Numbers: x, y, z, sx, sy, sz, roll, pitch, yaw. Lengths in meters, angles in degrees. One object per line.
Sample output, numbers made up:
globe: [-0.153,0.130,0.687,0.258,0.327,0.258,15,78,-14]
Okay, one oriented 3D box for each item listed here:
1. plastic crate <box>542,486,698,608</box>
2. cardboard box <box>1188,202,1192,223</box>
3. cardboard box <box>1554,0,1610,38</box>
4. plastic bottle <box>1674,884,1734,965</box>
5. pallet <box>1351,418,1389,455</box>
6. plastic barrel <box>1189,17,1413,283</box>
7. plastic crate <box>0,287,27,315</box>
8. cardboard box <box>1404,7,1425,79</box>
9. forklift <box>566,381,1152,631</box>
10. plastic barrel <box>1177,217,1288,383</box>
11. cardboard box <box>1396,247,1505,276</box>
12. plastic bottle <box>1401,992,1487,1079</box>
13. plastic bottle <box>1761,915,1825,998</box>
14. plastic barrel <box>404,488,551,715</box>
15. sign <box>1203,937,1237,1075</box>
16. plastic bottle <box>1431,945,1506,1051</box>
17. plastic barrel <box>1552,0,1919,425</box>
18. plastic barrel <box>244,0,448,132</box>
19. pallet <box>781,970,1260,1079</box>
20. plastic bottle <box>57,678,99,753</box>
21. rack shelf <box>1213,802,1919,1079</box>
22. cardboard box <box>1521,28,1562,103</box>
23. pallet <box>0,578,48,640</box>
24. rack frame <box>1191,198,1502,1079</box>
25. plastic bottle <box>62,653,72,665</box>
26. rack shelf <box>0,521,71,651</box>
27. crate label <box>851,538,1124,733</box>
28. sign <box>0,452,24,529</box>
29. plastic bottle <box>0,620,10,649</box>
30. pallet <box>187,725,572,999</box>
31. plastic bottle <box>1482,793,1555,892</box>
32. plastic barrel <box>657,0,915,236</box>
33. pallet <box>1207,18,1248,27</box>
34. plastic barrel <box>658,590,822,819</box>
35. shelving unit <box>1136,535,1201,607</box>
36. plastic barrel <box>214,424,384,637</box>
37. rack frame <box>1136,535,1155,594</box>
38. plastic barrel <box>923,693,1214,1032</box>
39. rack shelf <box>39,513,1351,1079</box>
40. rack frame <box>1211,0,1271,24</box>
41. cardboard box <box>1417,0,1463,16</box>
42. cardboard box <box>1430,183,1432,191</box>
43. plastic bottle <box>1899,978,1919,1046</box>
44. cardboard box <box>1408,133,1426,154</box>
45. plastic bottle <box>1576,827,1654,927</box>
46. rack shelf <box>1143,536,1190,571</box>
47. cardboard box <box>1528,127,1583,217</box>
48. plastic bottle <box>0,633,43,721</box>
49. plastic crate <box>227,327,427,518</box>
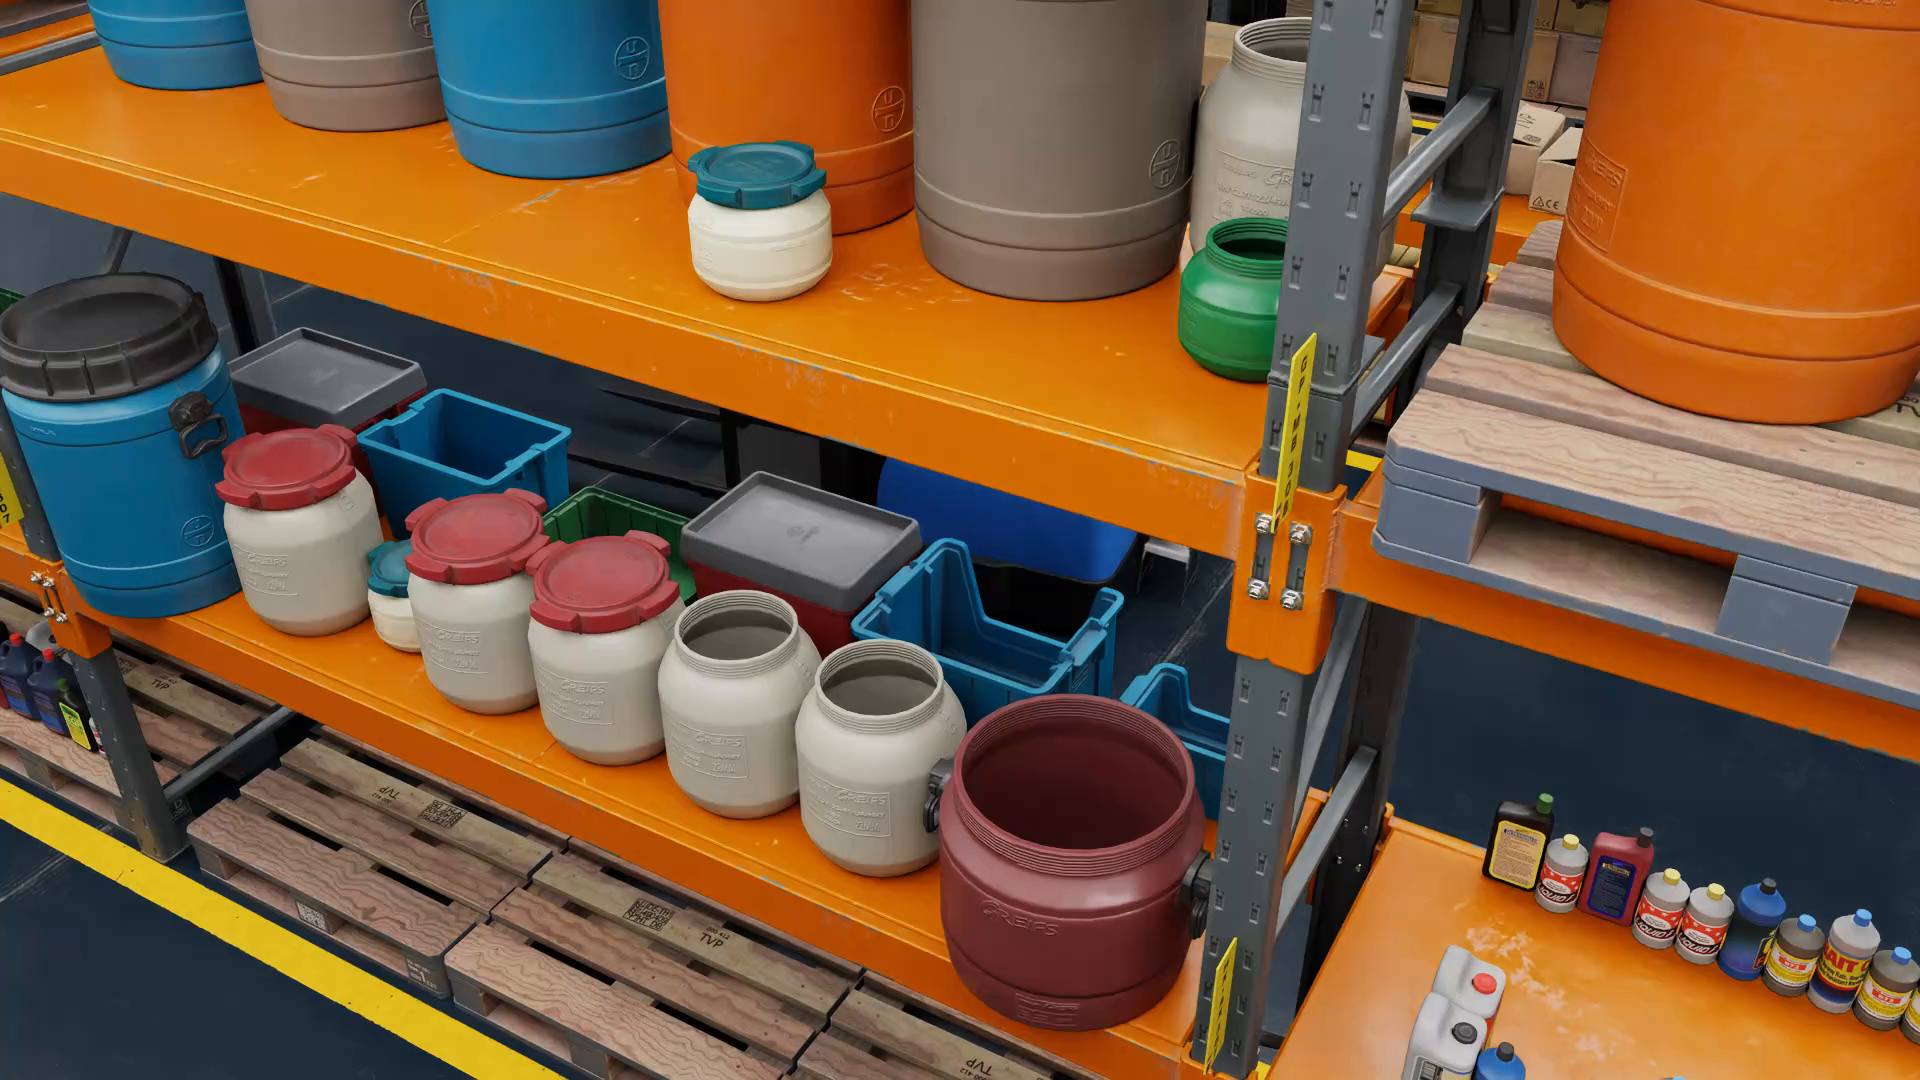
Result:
plastic crate: [-1.015,0.100,5.084,0.662,0.188,0.450,18,37,24]
cardboard box: [1.174,-1.726,9.231,0.500,0.311,0.500,17,37,24]
cardboard box: [4.606,-3.813,11.952,0.500,0.250,0.500,18,38,25]
plastic bottle: [1.744,0.888,3.889,0.097,0.201,0.097,0,34,0]
pallet: [2.571,-0.698,8.608,1.213,0.211,1.003,18,37,24]
plastic barrel: [0.688,-0.759,3.376,0.421,0.512,0.421,0,34,0]
plastic crate: [-3.706,-0.752,6.364,0.662,0.188,0.450,18,37,24]
cardboard box: [3.369,-3.929,12.802,0.500,0.500,0.700,17,37,23]
forklift: [-0.578,-1.355,7.140,3.031,2.935,1.130,13,36,19]
plastic barrel: [0.566,-0.458,3.166,0.294,0.245,0.294,0,34,0]
cardboard box: [2.497,-1.303,8.597,0.500,0.311,0.500,17,37,23]
plastic bottle: [1.021,1.095,3.511,0.135,0.276,0.152,18,37,24]
plastic bottle: [1.913,0.942,3.809,0.097,0.201,0.097,0,34,0]
plastic barrel: [-1.309,0.183,4.647,0.433,0.535,0.433,0,34,0]
sign: [0.539,0.968,3.443,0.005,0.325,0.100,18,37,24]
plastic bottle: [1.096,1.022,3.621,0.135,0.276,0.152,18,37,24]
plastic barrel: [1.297,-0.676,2.586,0.708,0.830,0.600,18,37,24]
plastic barrel: [-1.550,-1.573,4.247,0.600,0.901,0.600,0,34,0]
pallet: [0.152,1.698,5.010,1.213,0.211,1.003,18,37,24]
plastic bottle: [-3.249,0.643,6.132,0.133,0.283,0.061,20,38,27]
rack shelf: [2.542,1.618,3.262,4.000,0.370,1.077,18,37,24]
cardboard box: [4.235,-3.635,12.360,0.500,0.500,0.700,17,37,24]
pallet: [-4.293,0.290,7.124,1.213,0.211,1.003,18,37,24]
rack frame: [0.805,0.769,3.889,0.127,3.000,1.000,18,37,24]
plastic bottle: [-3.298,0.481,6.315,0.185,0.351,0.144,18,37,24]
rack shelf: [-4.404,-0.582,6.566,4.000,0.370,1.077,18,37,24]
crate label: [0.077,0.351,4.485,0.616,0.435,0.502,18,37,24]
sign: [-2.950,-0.185,5.071,0.005,0.325,0.100,18,37,24]
plastic bottle: [-3.788,0.380,6.527,0.133,0.283,0.061,18,37,24]
pallet: [-1.966,1.027,6.018,1.213,0.211,1.003,18,37,24]
plastic bottle: [1.368,0.723,4.063,0.133,0.283,0.061,18,37,24]
plastic barrel: [-0.368,-1.169,3.705,0.708,0.830,0.600,18,37,24]
pallet: [1.648,-4.106,13.725,1.213,0.211,1.003,18,37,24]
plastic barrel: [-0.559,0.426,4.303,0.421,0.512,0.421,0,34,0]
shelving unit: [0.954,-0.161,7.167,0.210,0.900,0.258,17,37,16]
plastic barrel: [-1.946,-0.019,4.950,0.433,0.535,0.433,0,34,0]
rack frame: [0.861,-0.190,7.195,0.006,0.900,0.240,17,37,16]
plastic barrel: [0.252,0.730,3.824,0.708,0.536,0.600,18,37,24]
rack shelf: [-0.931,0.518,4.914,4.000,0.370,1.077,18,37,24]
rack frame: [2.248,-5.099,12.700,0.127,3.000,1.000,18,37,24]
cardboard box: [3.733,-4.098,12.380,0.500,0.250,0.500,16,37,23]
cardboard box: [2.348,-1.624,7.708,0.250,0.149,0.380,18,37,24]
plastic bottle: [2.167,1.022,3.688,0.097,0.201,0.097,0,34,0]
cardboard box: [2.131,-1.833,8.023,0.250,0.149,0.380,21,39,28]
plastic bottle: [1.569,0.787,3.967,0.133,0.283,0.061,18,37,24]
rack shelf: [0.938,0.012,7.290,0.200,0.077,0.258,17,37,16]
cardboard box: [2.972,-1.698,7.674,0.500,0.311,0.500,20,39,27]
plastic bottle: [-3.536,0.497,6.290,0.185,0.351,0.144,16,37,22]
plastic crate: [-2.095,-0.372,5.544,0.583,0.464,0.402,18,37,24]
